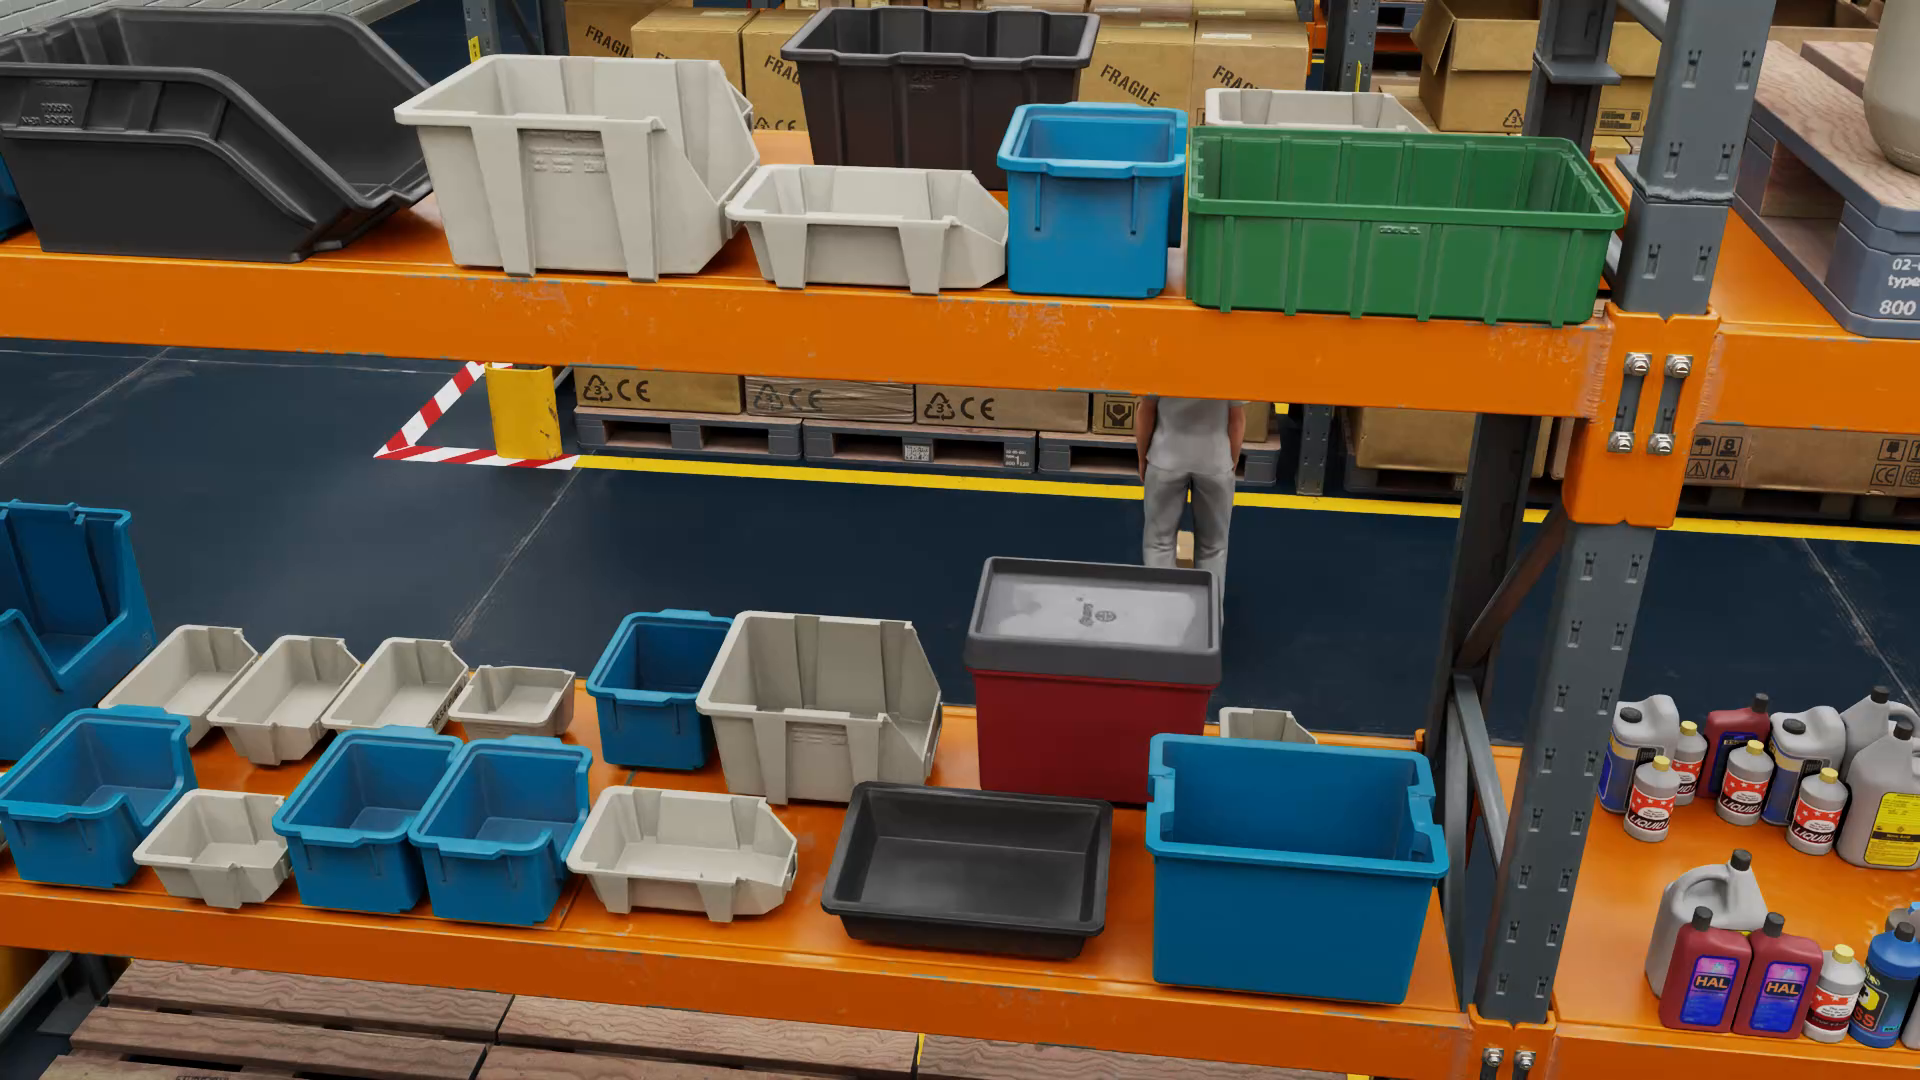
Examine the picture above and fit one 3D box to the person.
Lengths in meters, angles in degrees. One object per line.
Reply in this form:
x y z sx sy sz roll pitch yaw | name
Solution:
0.910 -0.276 6.648 0.437 1.672 0.372 4 29 7 | person
